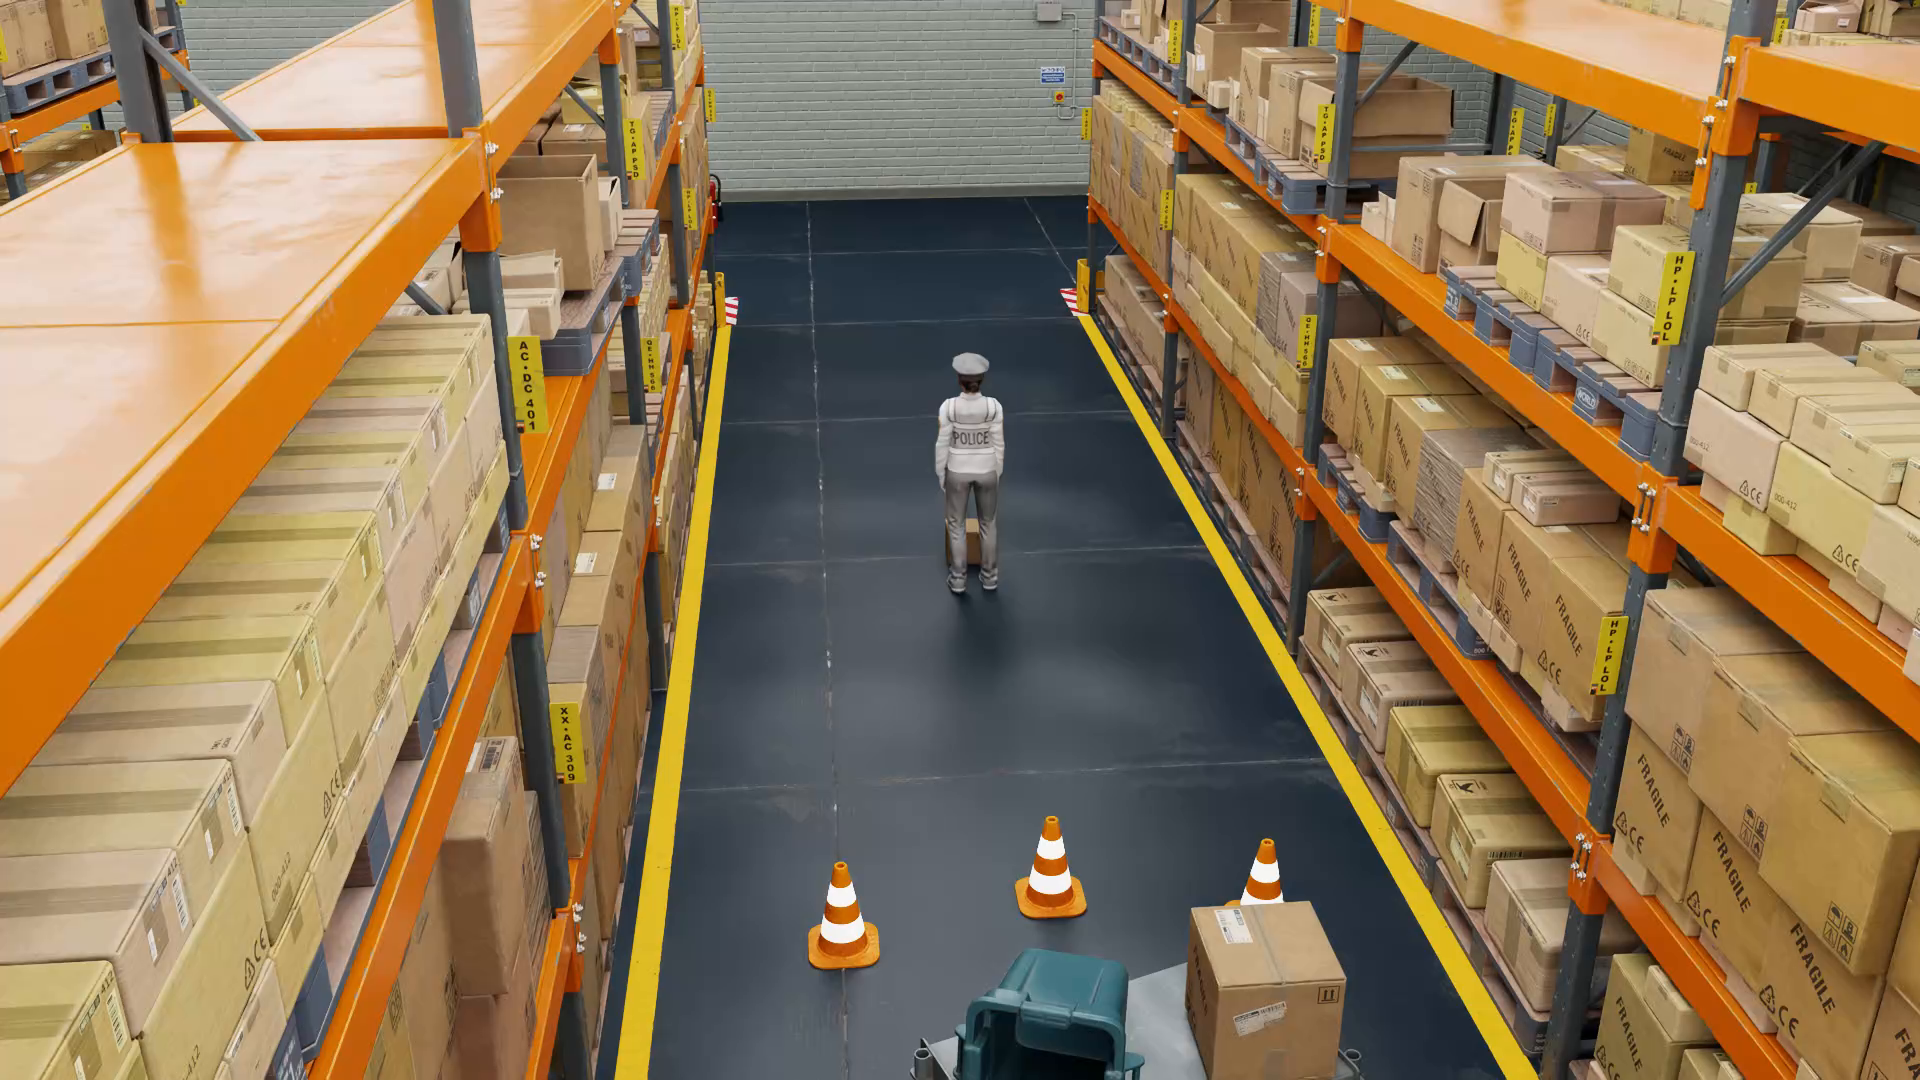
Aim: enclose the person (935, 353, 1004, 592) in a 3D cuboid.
[{"bbox_3d":[0.064,-0.451,11.315,0.466,1.675,0.337,-2,24,-4],"label":"person"}]
